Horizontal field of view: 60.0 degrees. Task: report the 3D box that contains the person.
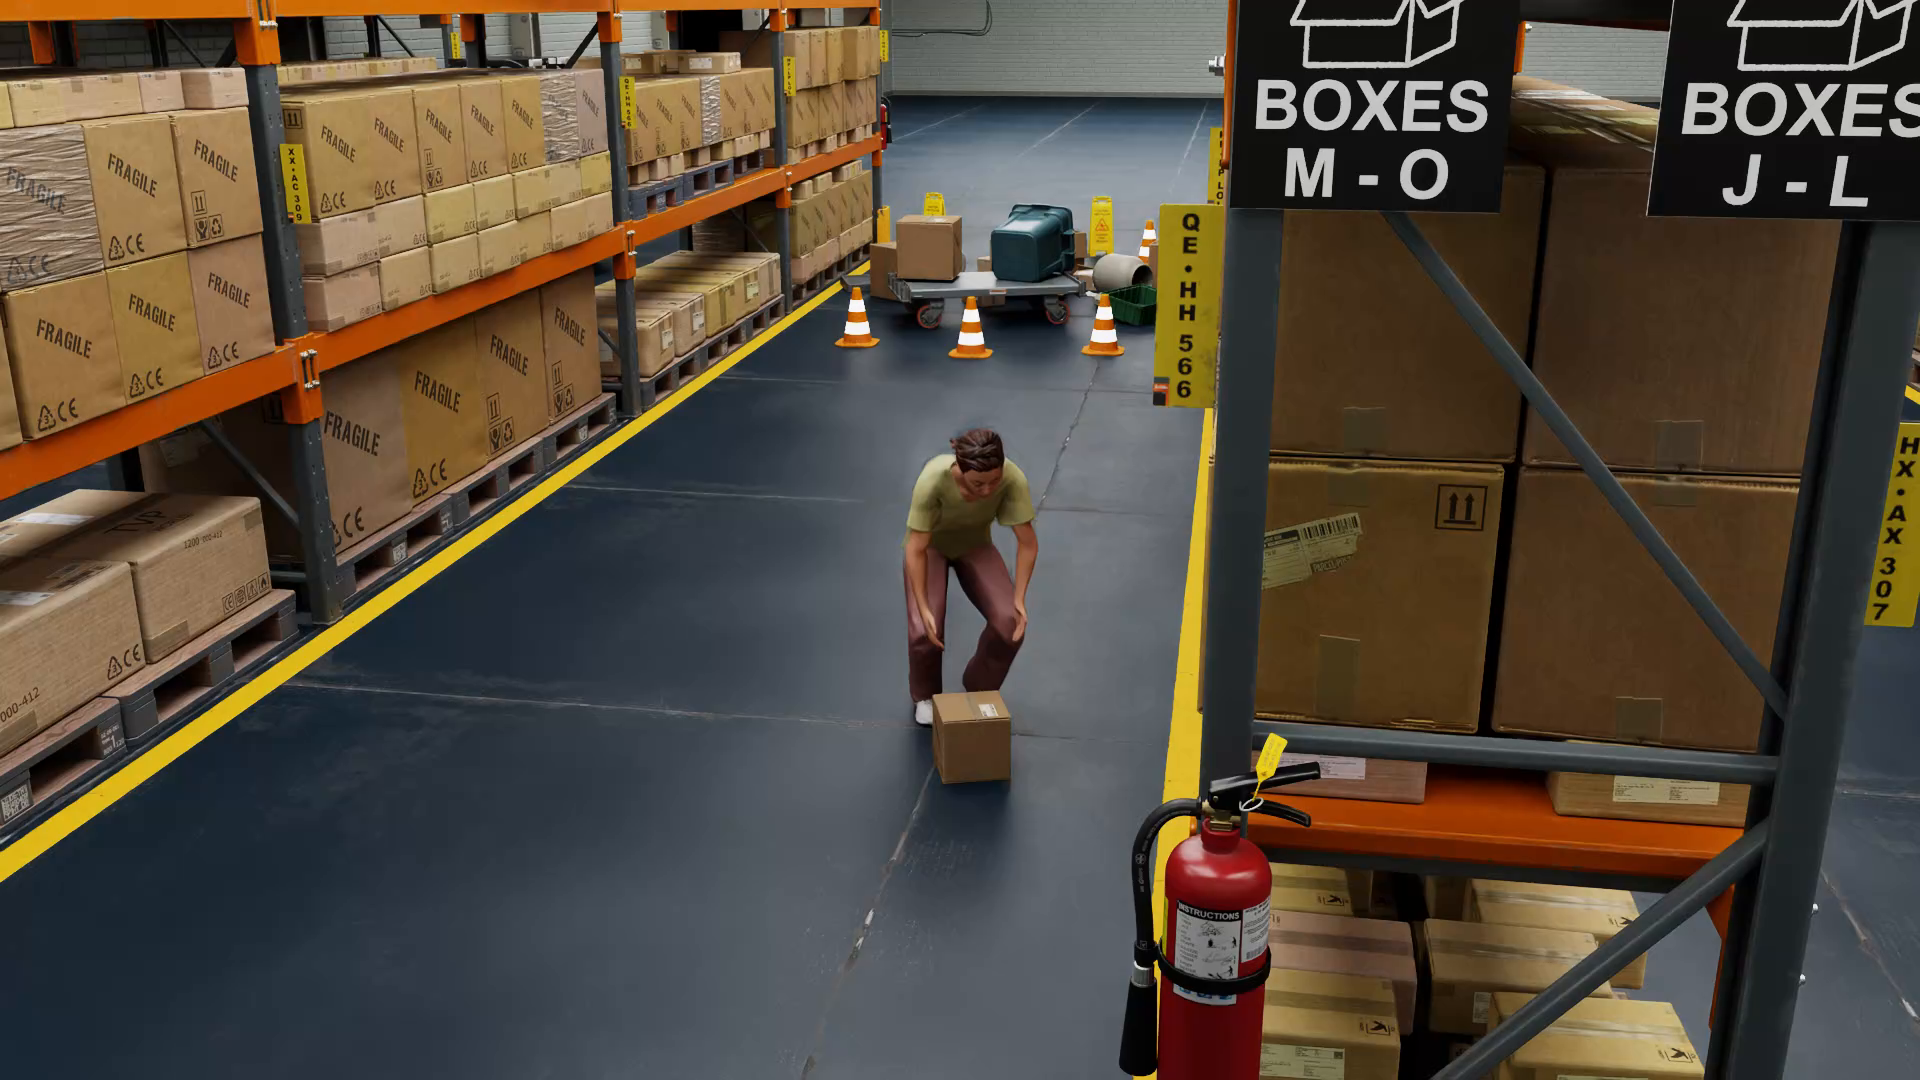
[{"bbox_3d":[0.029,0.116,6.403,0.510,1.246,0.709,-3,18,-9],"label":"person"}]
